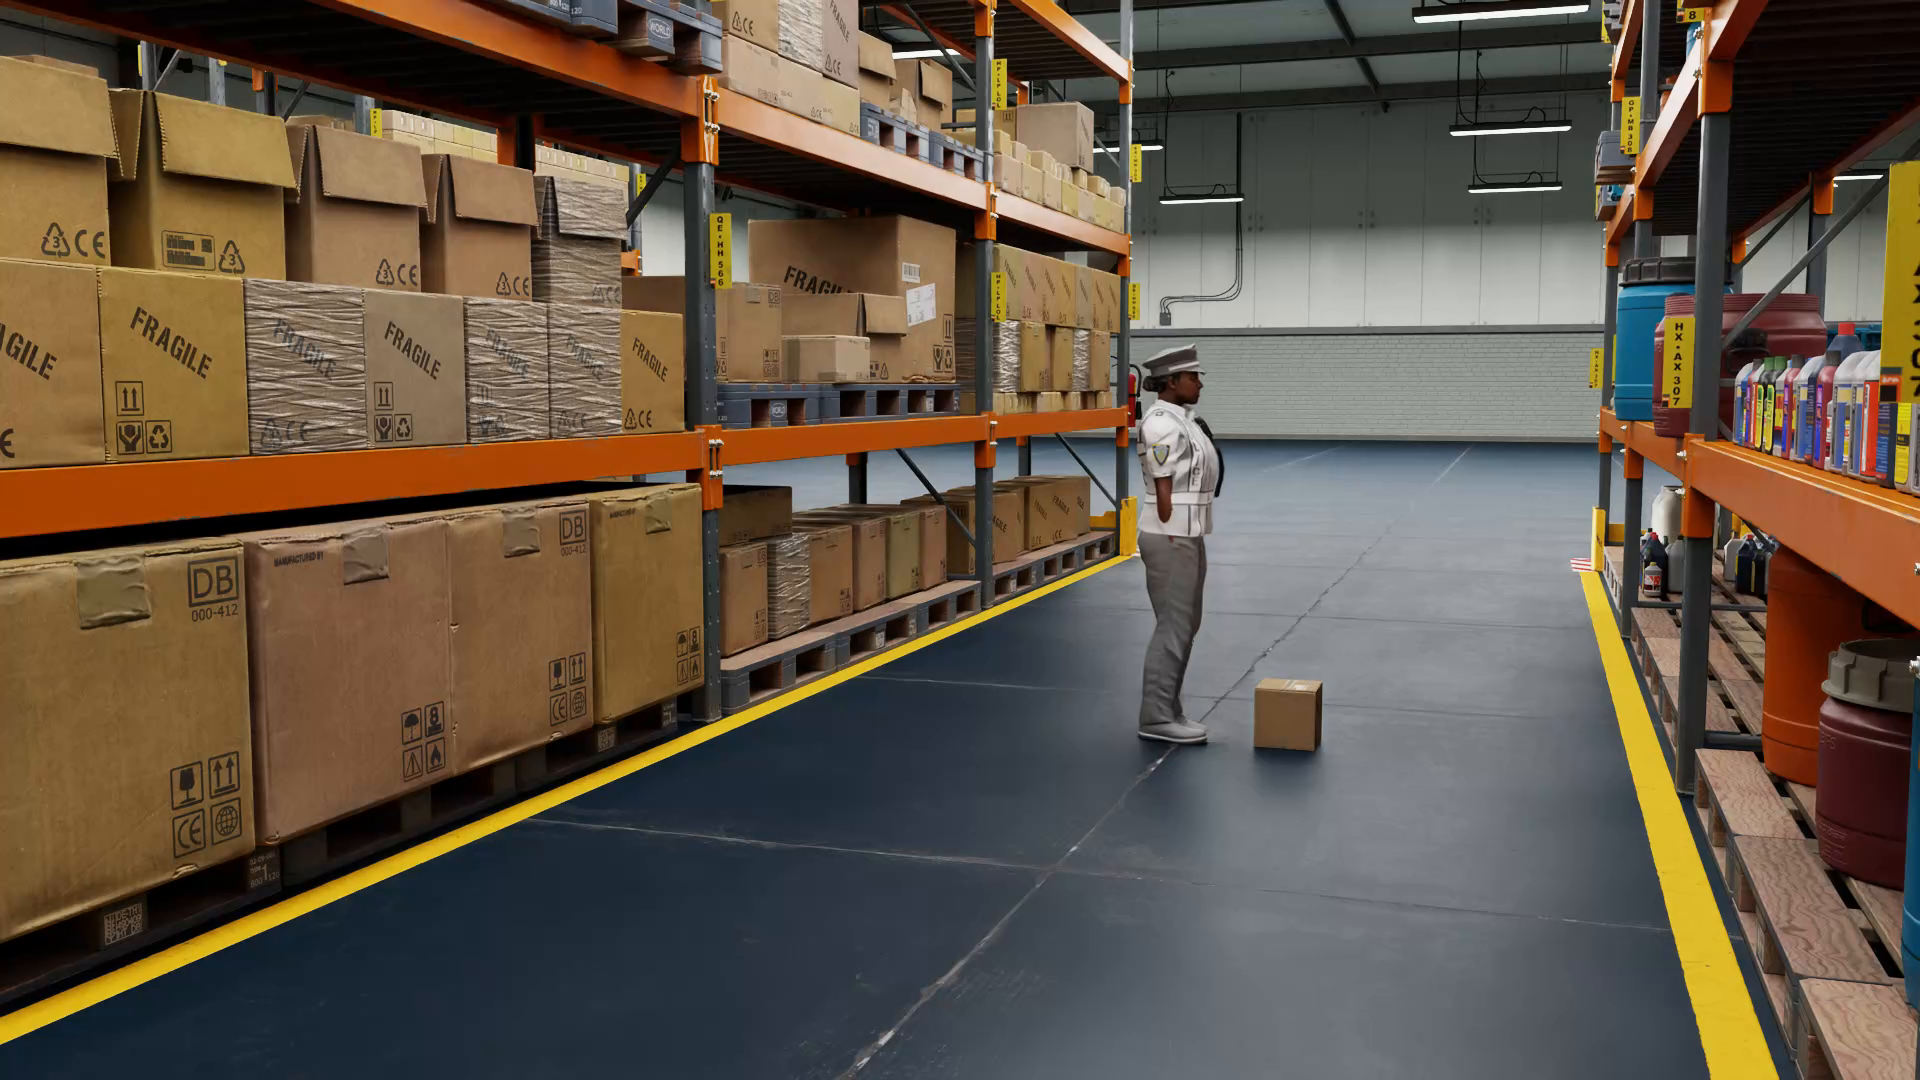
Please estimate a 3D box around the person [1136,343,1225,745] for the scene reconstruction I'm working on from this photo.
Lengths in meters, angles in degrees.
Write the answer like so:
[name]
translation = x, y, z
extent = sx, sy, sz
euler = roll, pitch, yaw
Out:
[person]
translation = 0.931, 0.019, 7.093
extent = 0.339, 1.707, 0.437
euler = 2, 6, 20
